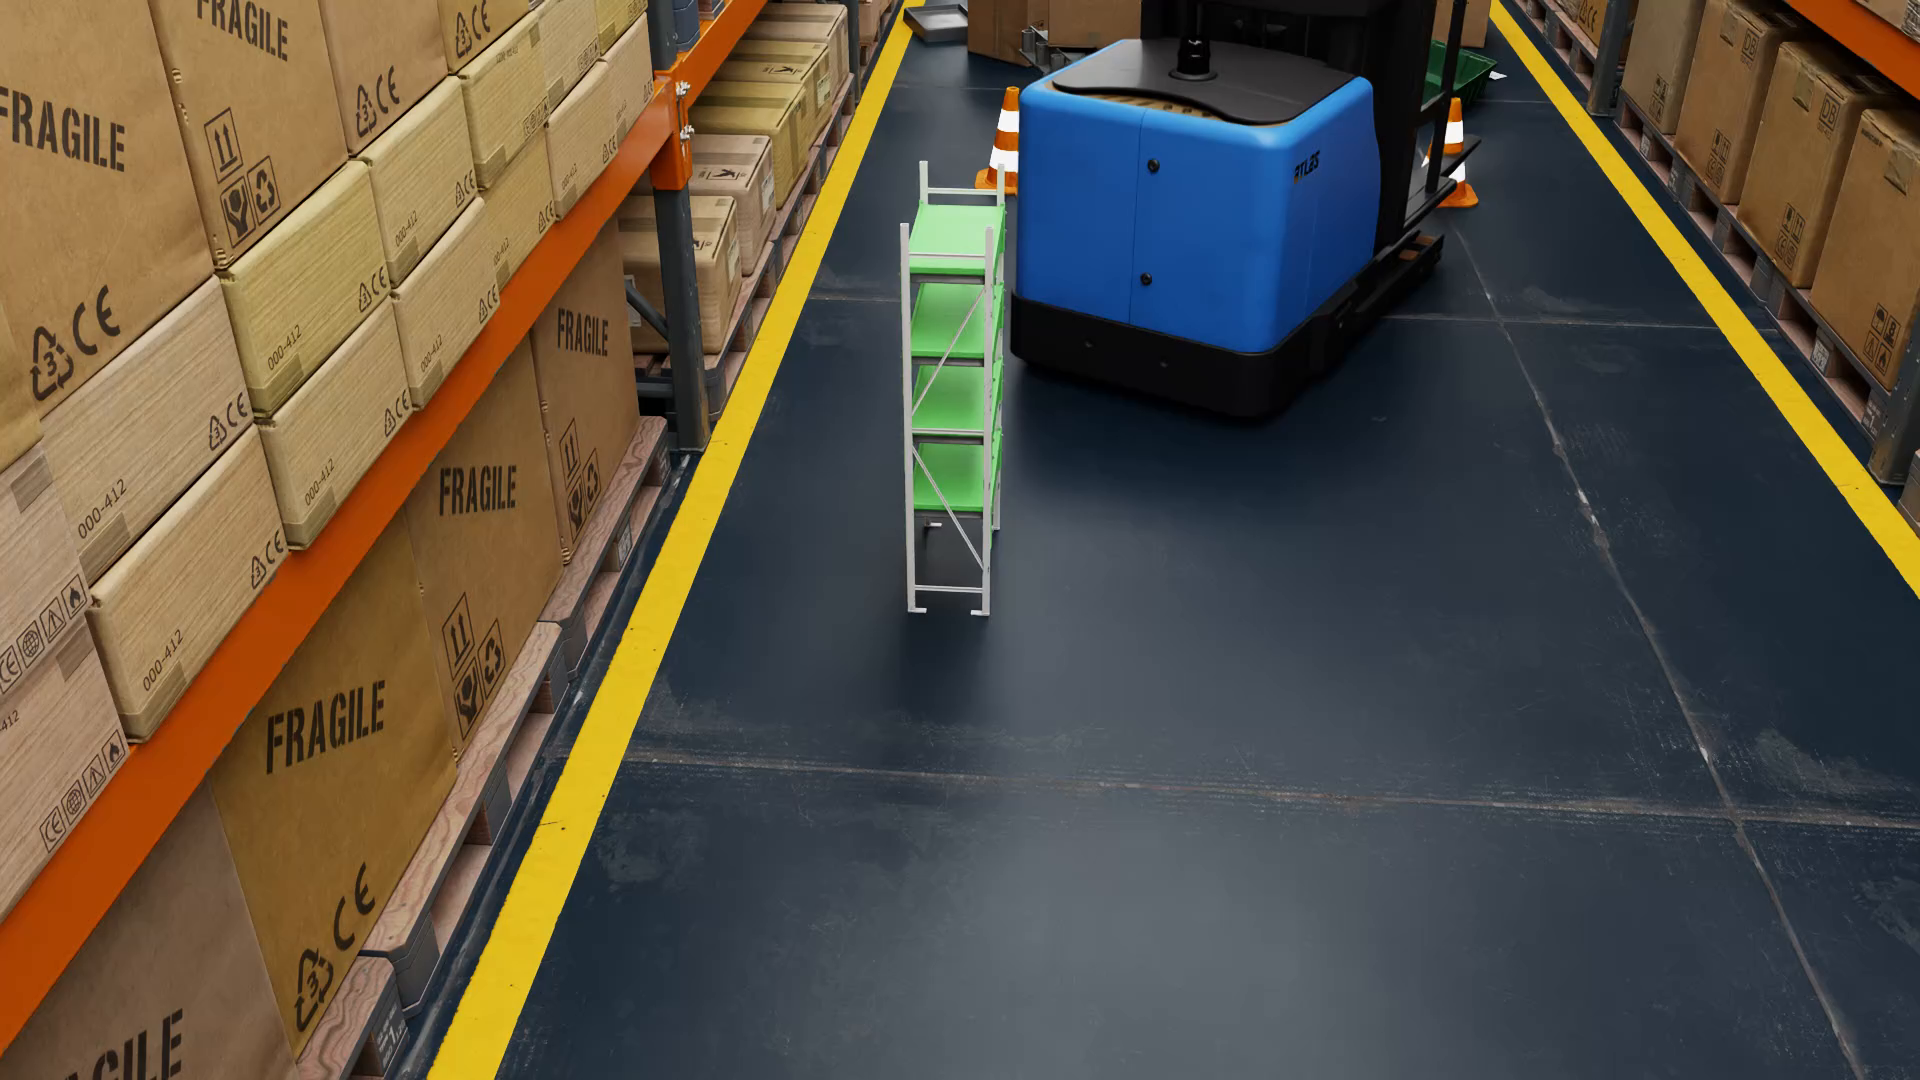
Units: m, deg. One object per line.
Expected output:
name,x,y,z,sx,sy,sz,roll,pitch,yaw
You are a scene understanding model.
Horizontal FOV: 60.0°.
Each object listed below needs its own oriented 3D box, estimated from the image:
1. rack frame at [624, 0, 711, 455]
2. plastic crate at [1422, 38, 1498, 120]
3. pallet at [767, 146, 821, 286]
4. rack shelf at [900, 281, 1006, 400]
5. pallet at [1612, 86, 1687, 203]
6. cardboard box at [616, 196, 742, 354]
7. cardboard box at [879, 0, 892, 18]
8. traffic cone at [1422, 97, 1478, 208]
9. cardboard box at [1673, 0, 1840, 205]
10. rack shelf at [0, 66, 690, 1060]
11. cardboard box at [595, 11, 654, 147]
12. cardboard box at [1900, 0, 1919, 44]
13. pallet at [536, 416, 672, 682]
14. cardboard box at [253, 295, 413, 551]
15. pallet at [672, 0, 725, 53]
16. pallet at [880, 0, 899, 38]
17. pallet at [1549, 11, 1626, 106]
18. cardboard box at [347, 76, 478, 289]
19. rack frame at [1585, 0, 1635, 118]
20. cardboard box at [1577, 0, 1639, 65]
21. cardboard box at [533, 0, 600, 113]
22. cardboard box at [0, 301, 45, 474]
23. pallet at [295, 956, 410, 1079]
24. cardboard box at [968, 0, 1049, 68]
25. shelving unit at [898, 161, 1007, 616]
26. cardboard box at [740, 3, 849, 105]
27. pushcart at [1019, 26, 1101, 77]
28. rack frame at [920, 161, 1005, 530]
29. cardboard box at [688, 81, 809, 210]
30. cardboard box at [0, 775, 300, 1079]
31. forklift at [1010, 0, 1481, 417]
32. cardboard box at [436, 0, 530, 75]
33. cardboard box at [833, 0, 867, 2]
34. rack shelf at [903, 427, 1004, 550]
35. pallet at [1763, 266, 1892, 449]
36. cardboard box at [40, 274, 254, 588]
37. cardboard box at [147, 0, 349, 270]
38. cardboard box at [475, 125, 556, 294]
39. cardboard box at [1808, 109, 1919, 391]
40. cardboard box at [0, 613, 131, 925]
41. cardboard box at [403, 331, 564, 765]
rack frame,-1.375,-1.624,5.026,1.000,3.000,0.127,2,32,4
plastic crate,2.601,-2.531,9.124,0.450,0.188,0.662,29,41,23
pallet,-1.208,-1.482,7.453,1.003,0.211,1.213,2,32,4
rack shelf,-0.013,-0.574,4.702,0.258,0.148,0.480,2,32,4
pallet,3.905,-1.963,8.234,1.003,0.211,1.213,2,32,4
cardboard box,-1.319,-0.979,6.084,0.950,0.372,0.625,0,32,1
cardboard box,-0.700,-3.300,9.967,0.500,0.250,0.500,4,32,7
traffic cone,2.278,-1.840,7.795,0.336,0.463,0.334,2,32,4
cardboard box,3.849,-1.945,7.291,1.050,0.750,0.750,2,32,4
rack shelf,-1.538,-0.272,3.518,1.077,0.370,4.000,2,32,4
cardboard box,-1.157,-1.285,4.618,0.500,0.250,0.500,1,32,2
cardboard box,3.336,-1.755,5.143,0.500,0.500,0.500,2,32,4
pallet,-1.514,-0.028,5.094,1.003,0.211,1.213,2,32,4
cardboard box,-1.304,-0.225,2.899,0.500,0.250,0.500,2,32,4
pallet,-1.423,-1.919,5.688,1.213,0.211,1.003,2,32,4
pallet,-0.933,-3.521,10.762,1.003,0.211,1.213,2,32,4
pallet,4.032,-2.764,9.534,1.003,0.211,1.213,2,32,4
cardboard box,-1.263,-0.700,3.194,0.500,0.250,0.500,2,32,2
rack frame,3.892,-3.557,8.163,1.000,3.000,0.127,2,32,4
cardboard box,4.013,-3.157,9.139,0.875,0.875,0.875,3,32,5
cardboard box,-1.199,-1.240,4.070,0.500,0.250,0.500,2,32,3
cardboard box,-1.378,-0.218,1.697,0.500,0.500,0.500,3,32,5
pallet,-1.713,1.248,3.023,1.003,0.211,1.213,2,32,4
cardboard box,0.394,-3.155,9.890,0.500,0.500,0.500,27,41,37
shelving unit,-0.013,-0.424,4.795,0.258,1.200,0.503,2,32,4
cardboard box,-1.090,-2.501,8.554,0.950,0.372,0.625,3,32,5
pushcart,1.227,-2.528,8.992,1.648,0.377,0.936,-8,33,-13
rack frame,0.006,-0.552,5.002,0.240,1.200,0.015,2,32,4
cardboard box,-1.200,-1.761,7.354,0.950,0.372,0.625,3,32,6
cardboard box,-1.730,0.866,2.611,0.875,0.875,0.875,3,32,6
forklift,1.401,-2.412,6.371,1.130,2.935,3.031,18,36,27
cardboard box,-1.237,-1.283,3.424,0.500,0.500,0.500,2,32,4
cardboard box,-0.732,-3.340,9.316,0.500,0.500,0.500,4,32,6
rack shelf,-0.013,-0.166,4.954,0.258,0.148,0.480,2,32,4
pallet,3.706,-0.687,6.164,1.003,0.211,1.213,2,32,4
cardboard box,-1.369,-0.173,2.338,0.500,0.250,0.500,3,32,5
cardboard box,-1.321,-0.748,2.556,0.500,0.500,0.500,2,32,3
cardboard box,-1.240,-0.754,3.758,0.500,0.250,0.500,2,32,3
cardboard box,3.706,-1.001,5.759,1.050,0.750,0.750,2,32,3
cardboard box,-1.402,0.313,2.026,0.500,0.250,0.500,2,32,3
cardboard box,-1.591,-0.074,4.136,0.875,0.875,0.875,3,32,5
